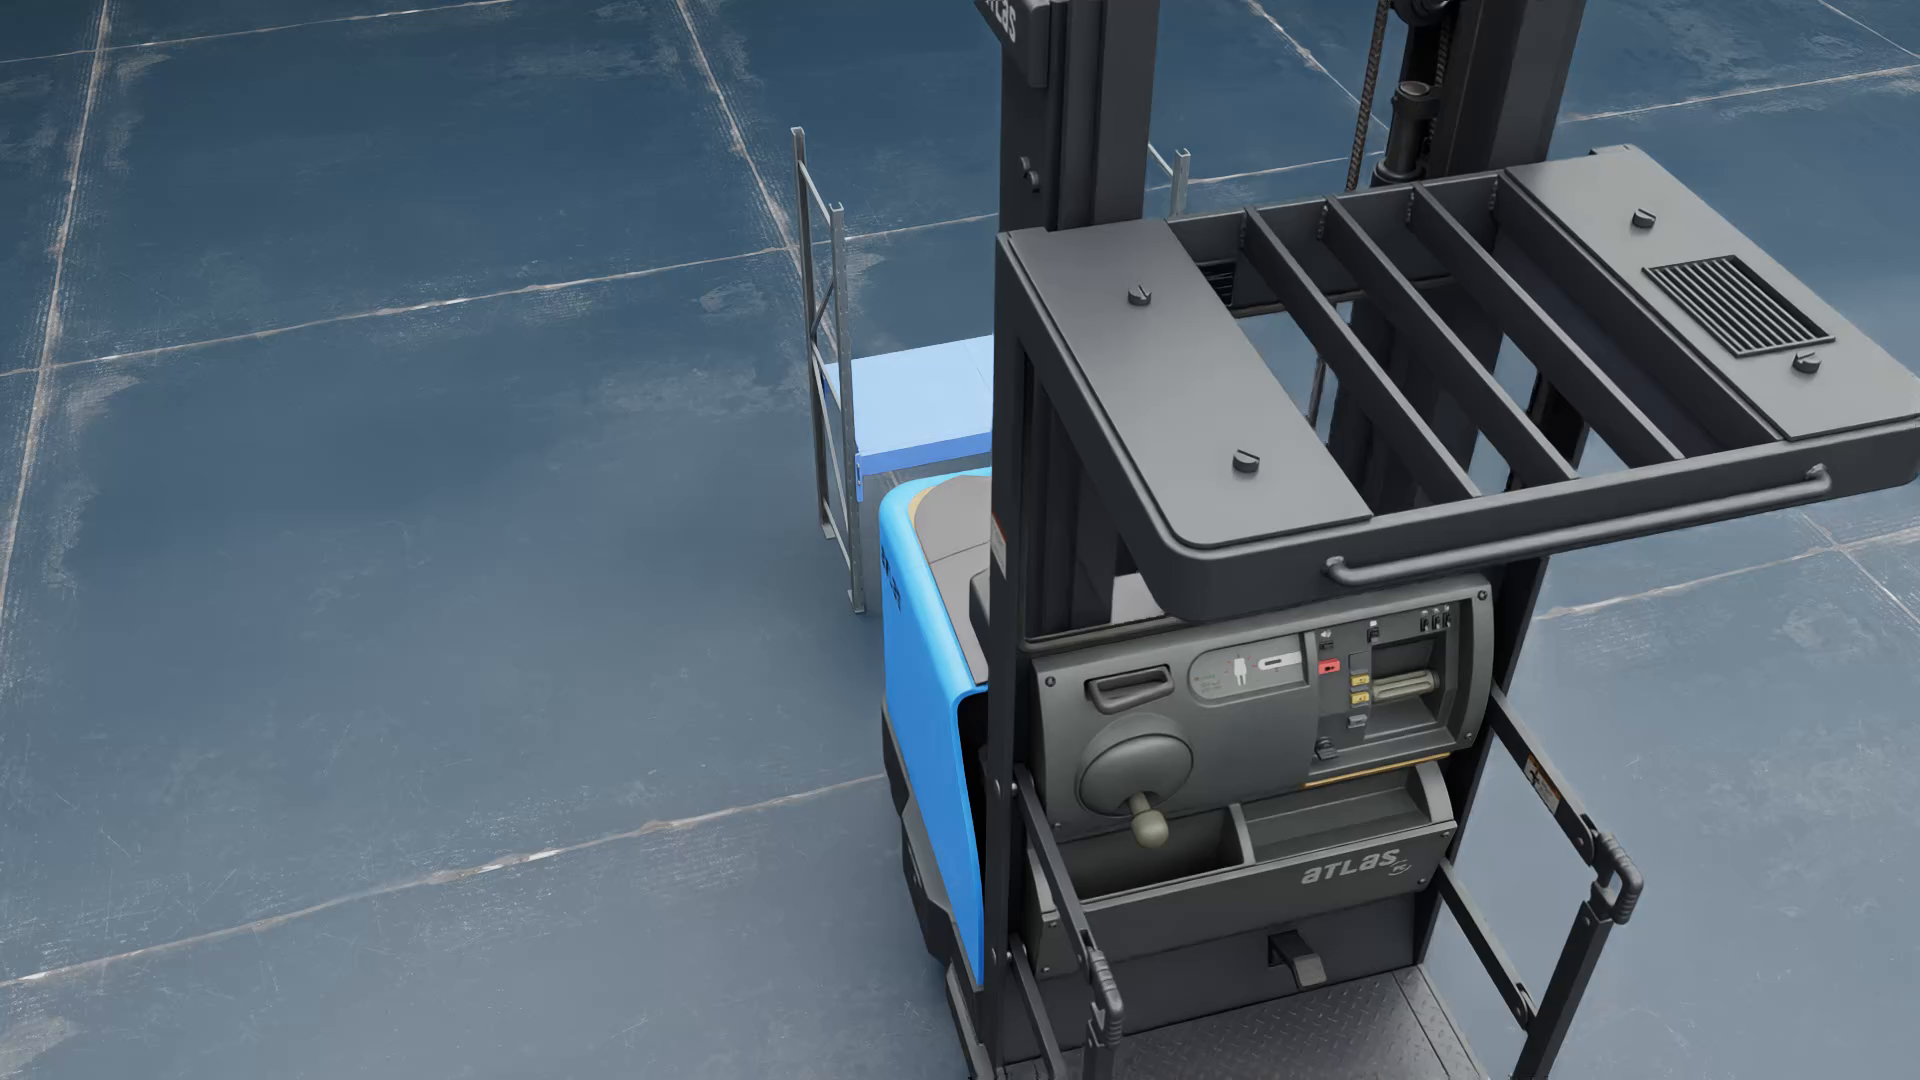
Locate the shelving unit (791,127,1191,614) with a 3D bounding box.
[{"bbox_3d":[0.081,-0.582,5.276,1.048,1.500,0.538,-12,42,-13],"label":"shelving unit"}]

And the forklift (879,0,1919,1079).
[{"bbox_3d":[0.656,0.413,3.049,1.130,2.935,3.031,-10,42,-11],"label":"forklift"}]

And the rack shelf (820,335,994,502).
[{"bbox_3d":[0.081,-0.446,5.394,1.000,0.185,0.538,-12,42,-13],"label":"rack shelf"}]

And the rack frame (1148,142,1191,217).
[{"bbox_3d":[0.566,-0.682,5.391,0.032,1.500,0.500,-12,42,-13],"label":"rack frame"}]

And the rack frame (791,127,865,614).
[{"bbox_3d":[-0.404,-0.481,5.161,0.032,1.500,0.500,-12,42,-13],"label":"rack frame"}]
